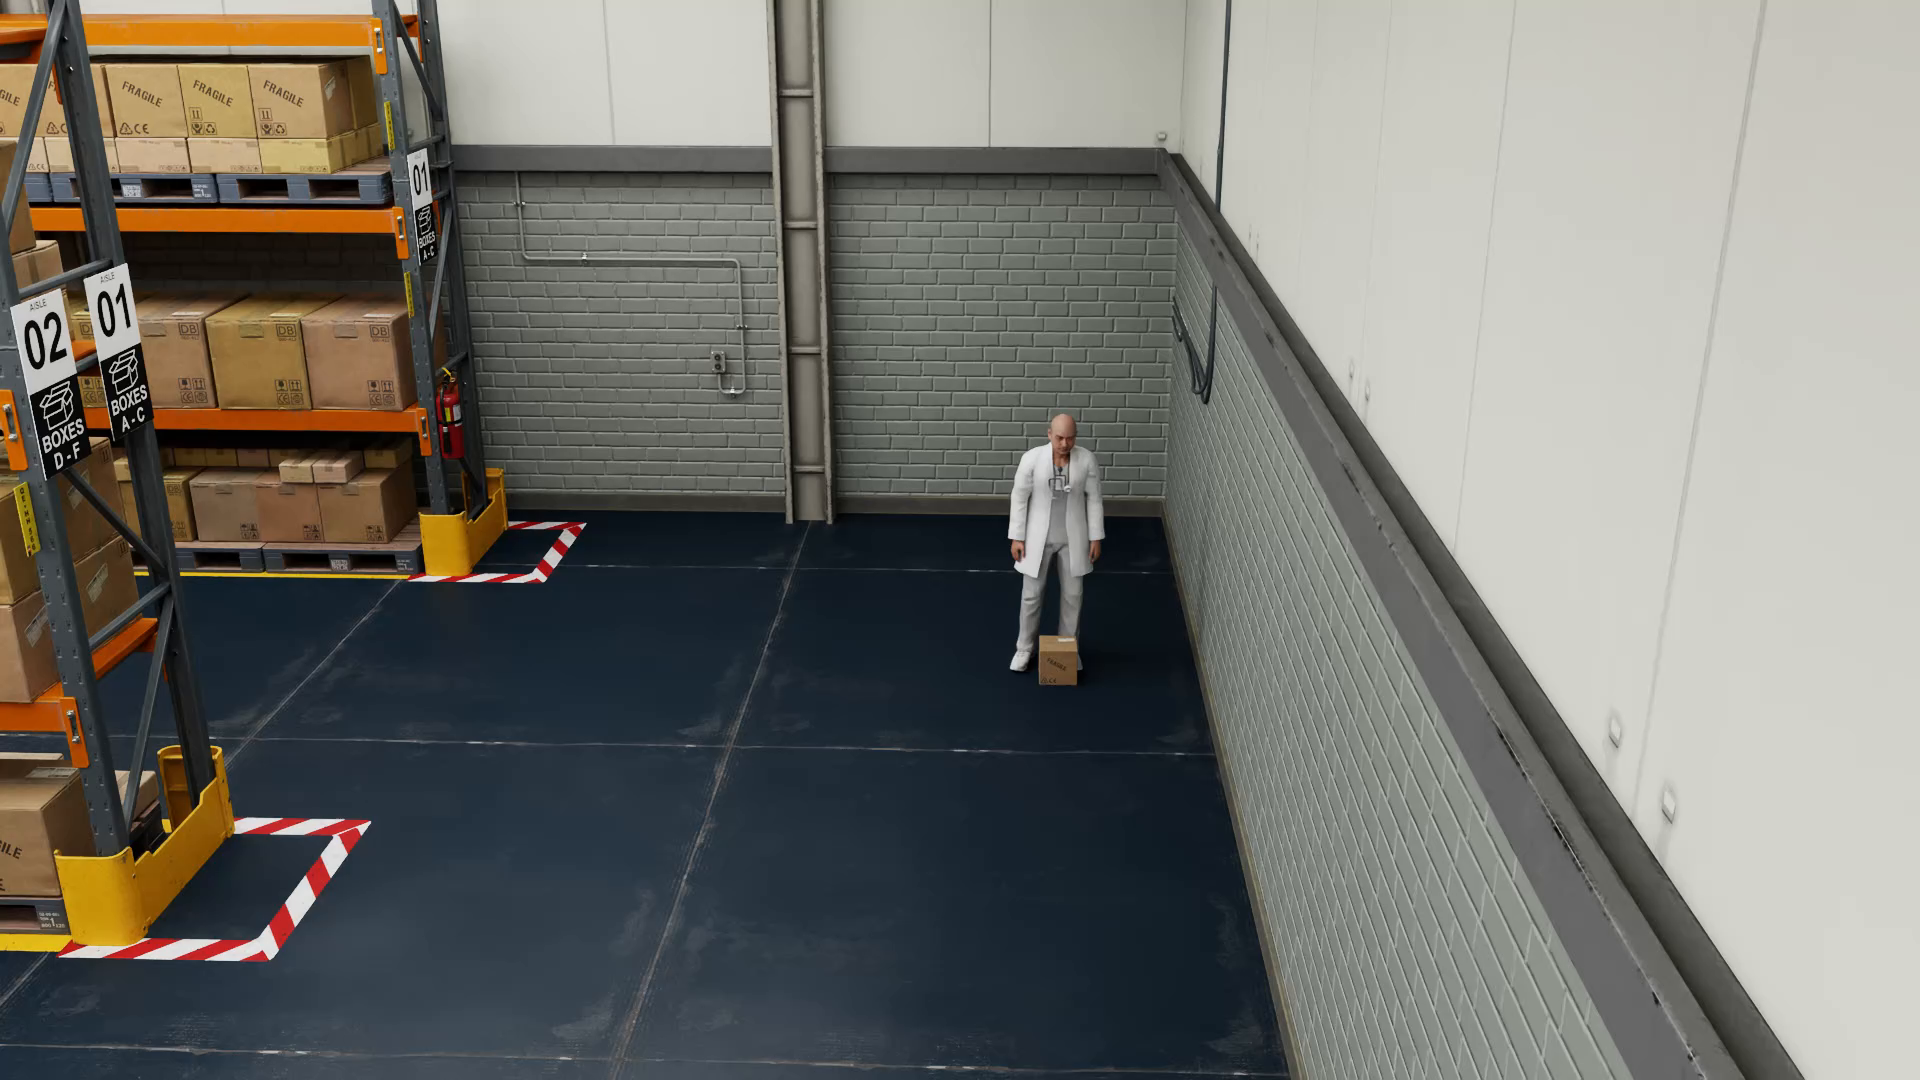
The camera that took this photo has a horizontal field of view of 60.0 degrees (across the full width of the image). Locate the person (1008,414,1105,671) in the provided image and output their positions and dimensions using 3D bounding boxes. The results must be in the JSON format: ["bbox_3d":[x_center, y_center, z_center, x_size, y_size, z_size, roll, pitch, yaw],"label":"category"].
[{"bbox_3d":[0.645,0.005,11.088,0.649,1.773,0.433,-1,20,-2],"label":"person"}]
